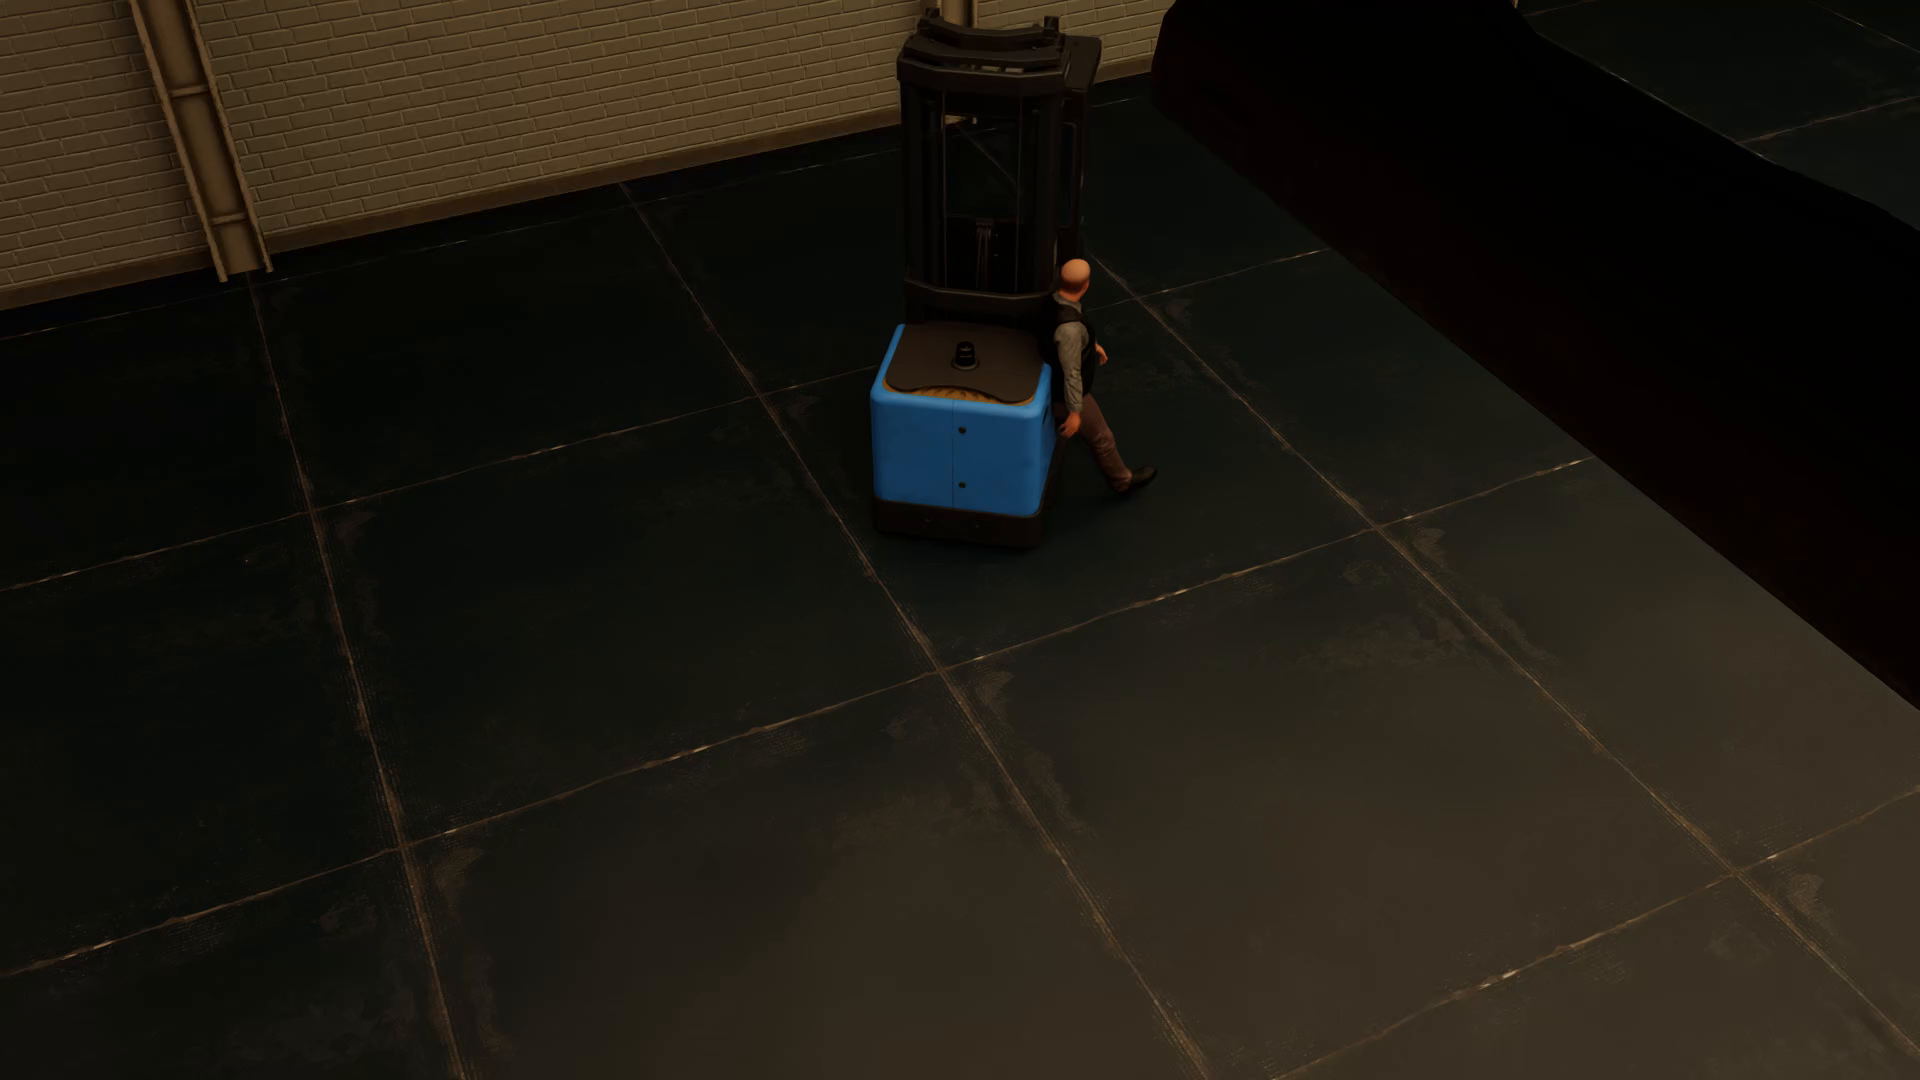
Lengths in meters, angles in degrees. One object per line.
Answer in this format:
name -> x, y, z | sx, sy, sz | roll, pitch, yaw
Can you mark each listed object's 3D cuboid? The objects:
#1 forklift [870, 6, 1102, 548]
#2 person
forklift -> 0.242, -2.024, 10.442 | 1.130, 2.935, 3.031 | 7, 40, 8
person -> 0.770, -0.939, 10.165 | 0.915, 1.687, 0.718 | -10, 41, -12
